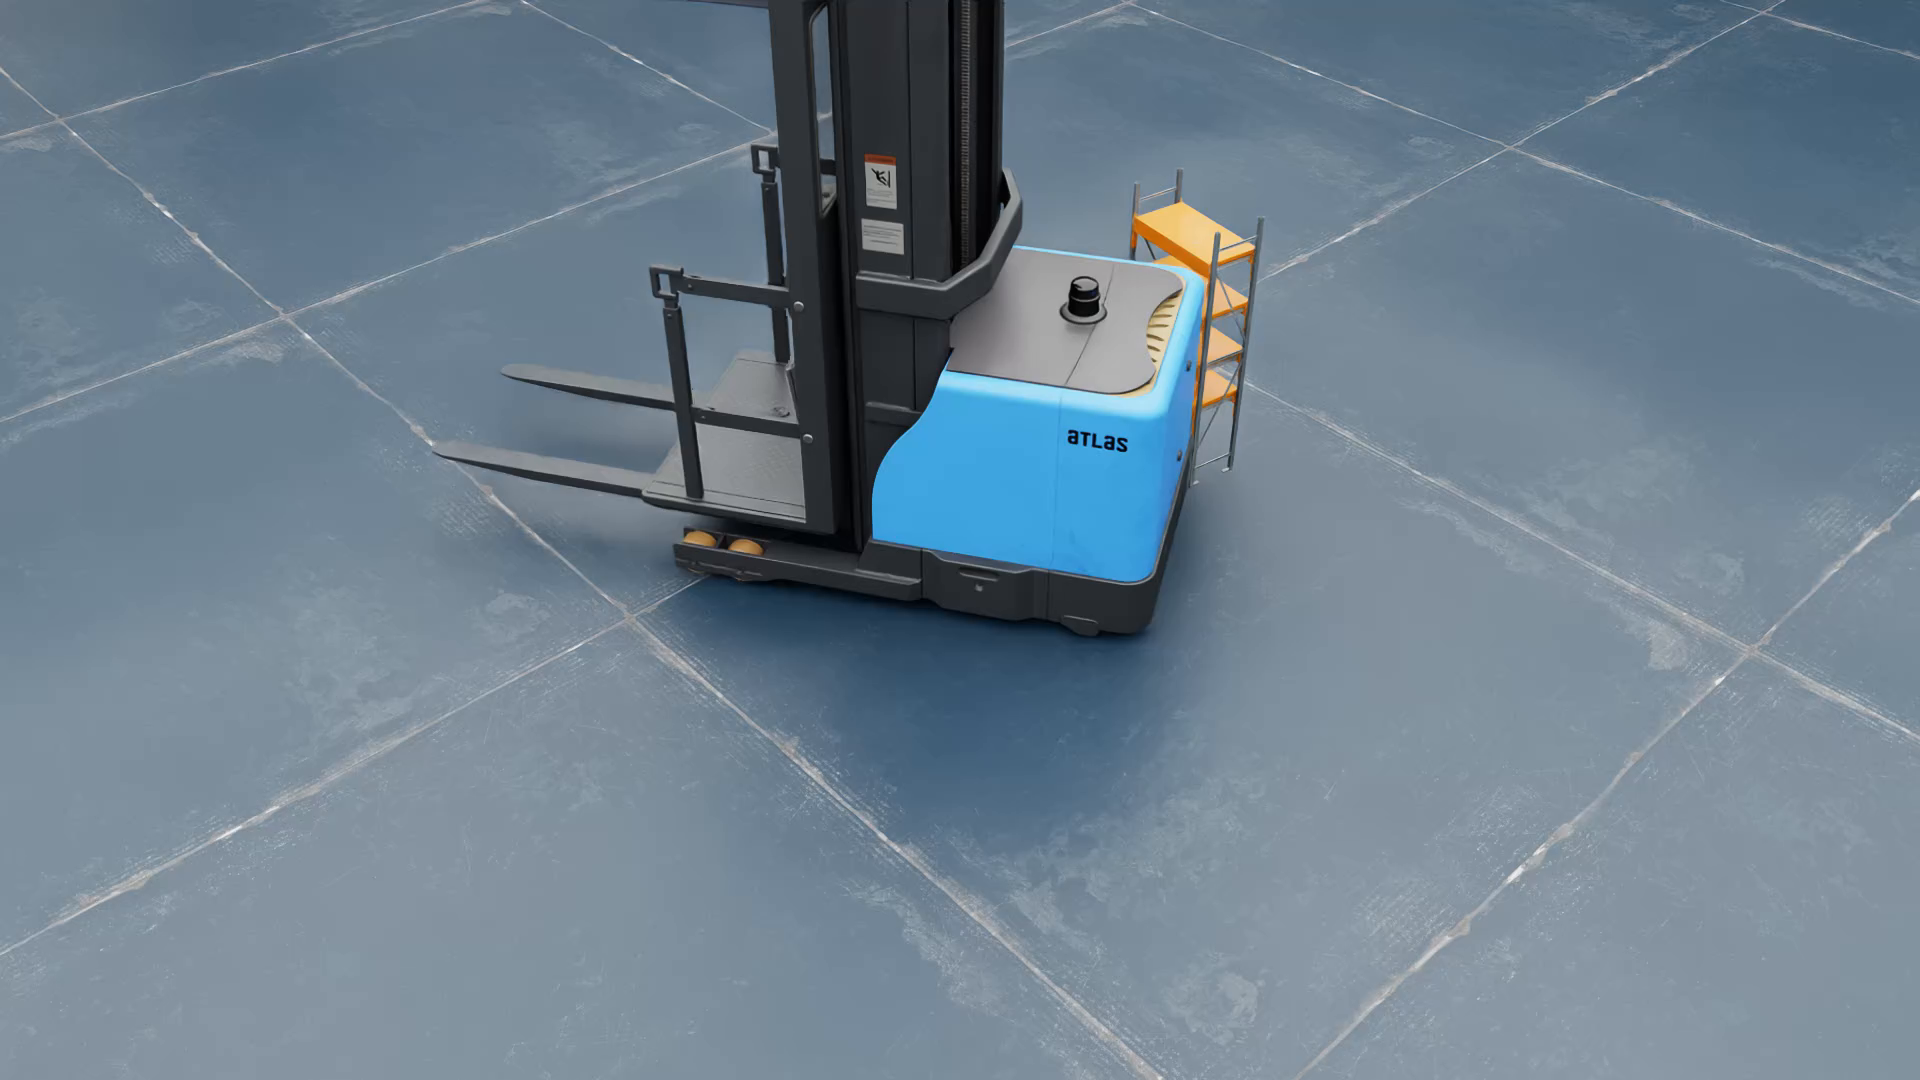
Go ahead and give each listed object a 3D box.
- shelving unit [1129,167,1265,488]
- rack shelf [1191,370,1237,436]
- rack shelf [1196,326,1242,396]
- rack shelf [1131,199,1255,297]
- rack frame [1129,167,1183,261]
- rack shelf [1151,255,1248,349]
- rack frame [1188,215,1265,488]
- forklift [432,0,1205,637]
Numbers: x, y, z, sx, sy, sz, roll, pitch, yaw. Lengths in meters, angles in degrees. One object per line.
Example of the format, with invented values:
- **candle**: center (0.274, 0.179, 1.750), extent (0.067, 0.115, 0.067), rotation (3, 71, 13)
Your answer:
- **shelving unit**: center (0.930, -0.862, 6.862), extent (0.258, 1.200, 0.503), rotation (-23, 44, -26)
- **rack shelf**: center (0.930, -0.655, 7.029), extent (0.258, 0.148, 0.480), rotation (-23, 44, -26)
- **rack shelf**: center (0.930, -0.809, 6.904), extent (0.258, 0.148, 0.480), rotation (-23, 44, -26)
- **rack shelf**: center (0.930, -1.167, 6.615), extent (0.258, 0.148, 0.480), rotation (-23, 44, -26)
- **rack frame**: center (0.795, -0.989, 7.020), extent (0.240, 1.200, 0.015), rotation (-23, 44, -26)
- **rack shelf**: center (0.930, -0.983, 6.763), extent (0.258, 0.148, 0.480), rotation (-23, 44, -26)
- **rack frame**: center (1.065, -0.734, 6.704), extent (0.240, 1.200, 0.015), rotation (-23, 44, -26)
- **forklift**: center (-0.631, -1.287, 6.011), extent (3.031, 2.935, 1.130), rotation (10, 40, 12)
